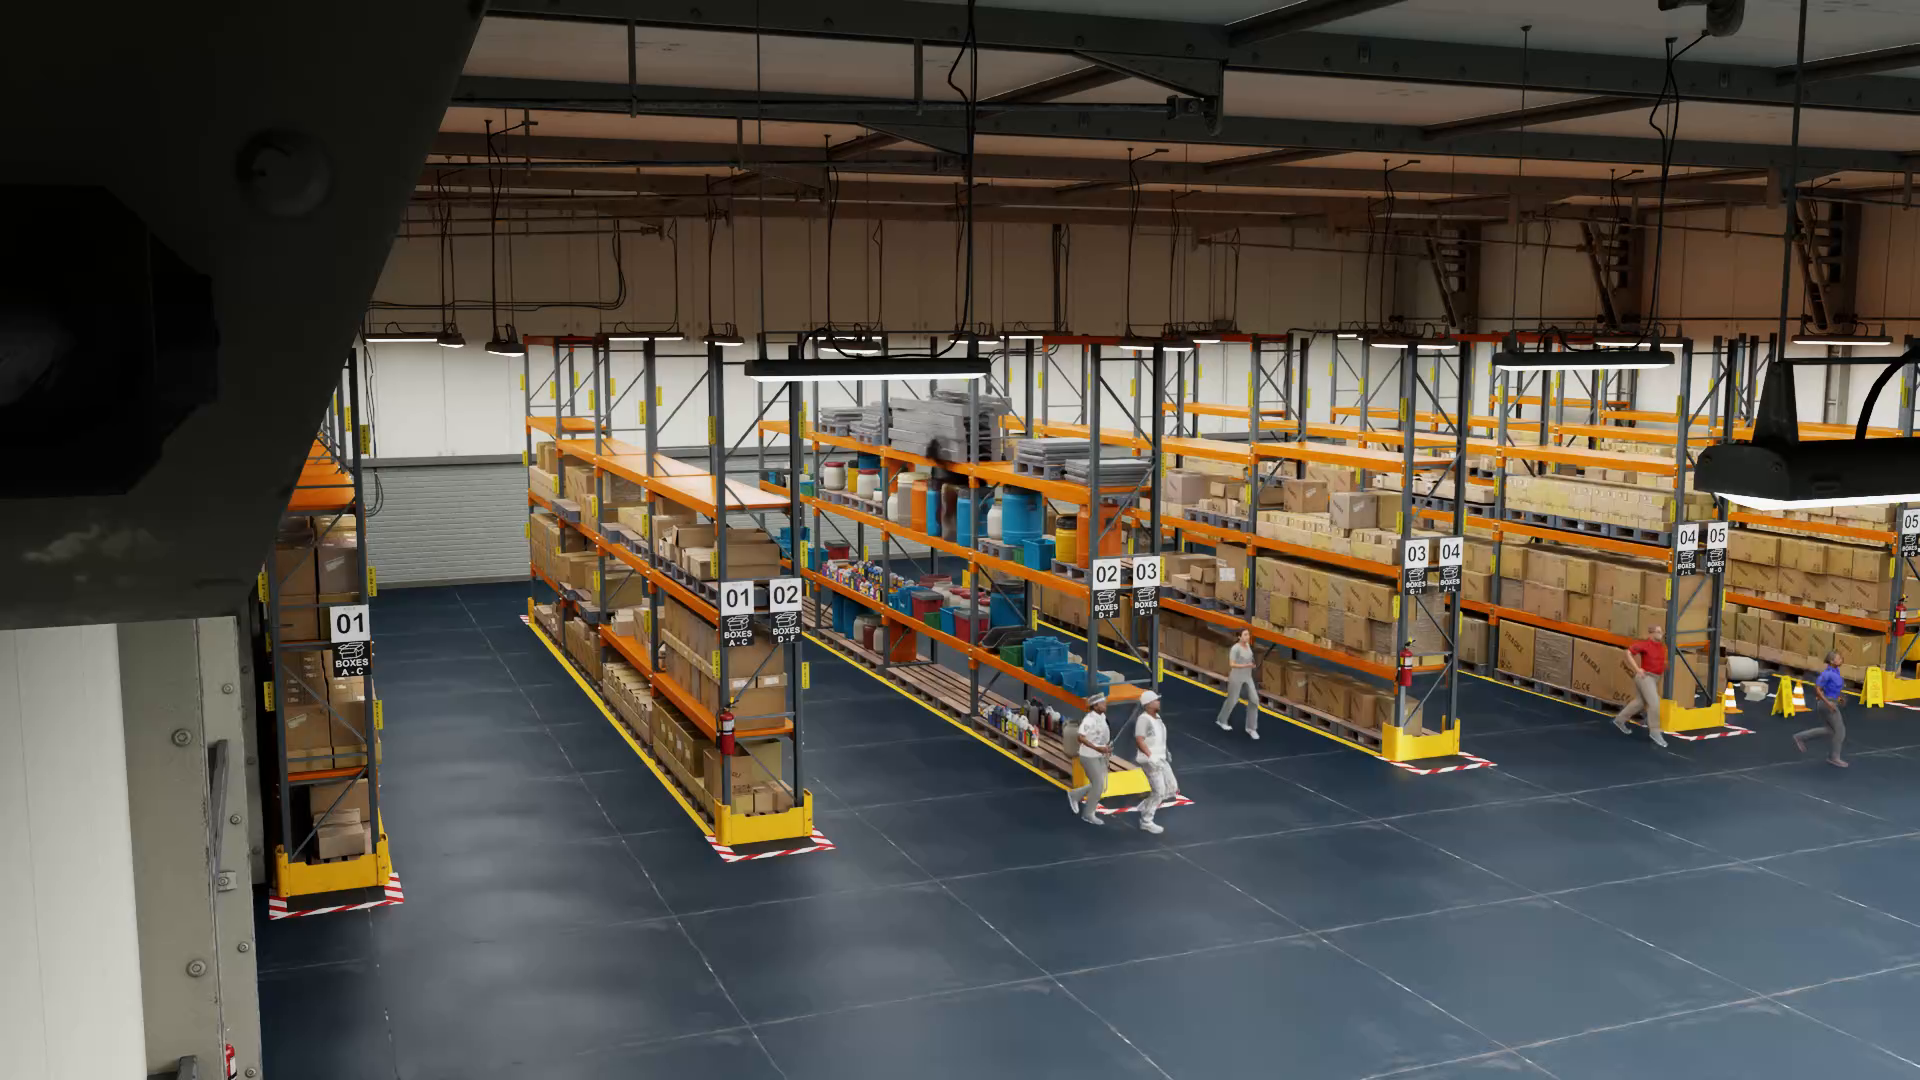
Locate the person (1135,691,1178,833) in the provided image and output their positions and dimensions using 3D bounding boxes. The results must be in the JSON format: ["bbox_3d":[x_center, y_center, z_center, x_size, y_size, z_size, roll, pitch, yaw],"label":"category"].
[{"bbox_3d":[2.446,2.744,20.679,0.524,1.722,0.744,4,8,26],"label":"person"}]

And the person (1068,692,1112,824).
[{"bbox_3d":[1.672,2.741,21.091,0.615,1.654,0.607,5,9,32],"label":"person"}]

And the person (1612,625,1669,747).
[{"bbox_3d":[10.390,2.150,25.121,0.688,1.757,0.927,-7,10,-43],"label":"person"}]

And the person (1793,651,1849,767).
[{"bbox_3d":[12.359,2.392,23.776,0.740,1.630,0.597,5,9,34],"label":"person"}]

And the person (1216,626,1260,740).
[{"bbox_3d":[4.245,2.150,25.274,0.511,1.713,0.825,-5,9,-32],"label":"person"}]
